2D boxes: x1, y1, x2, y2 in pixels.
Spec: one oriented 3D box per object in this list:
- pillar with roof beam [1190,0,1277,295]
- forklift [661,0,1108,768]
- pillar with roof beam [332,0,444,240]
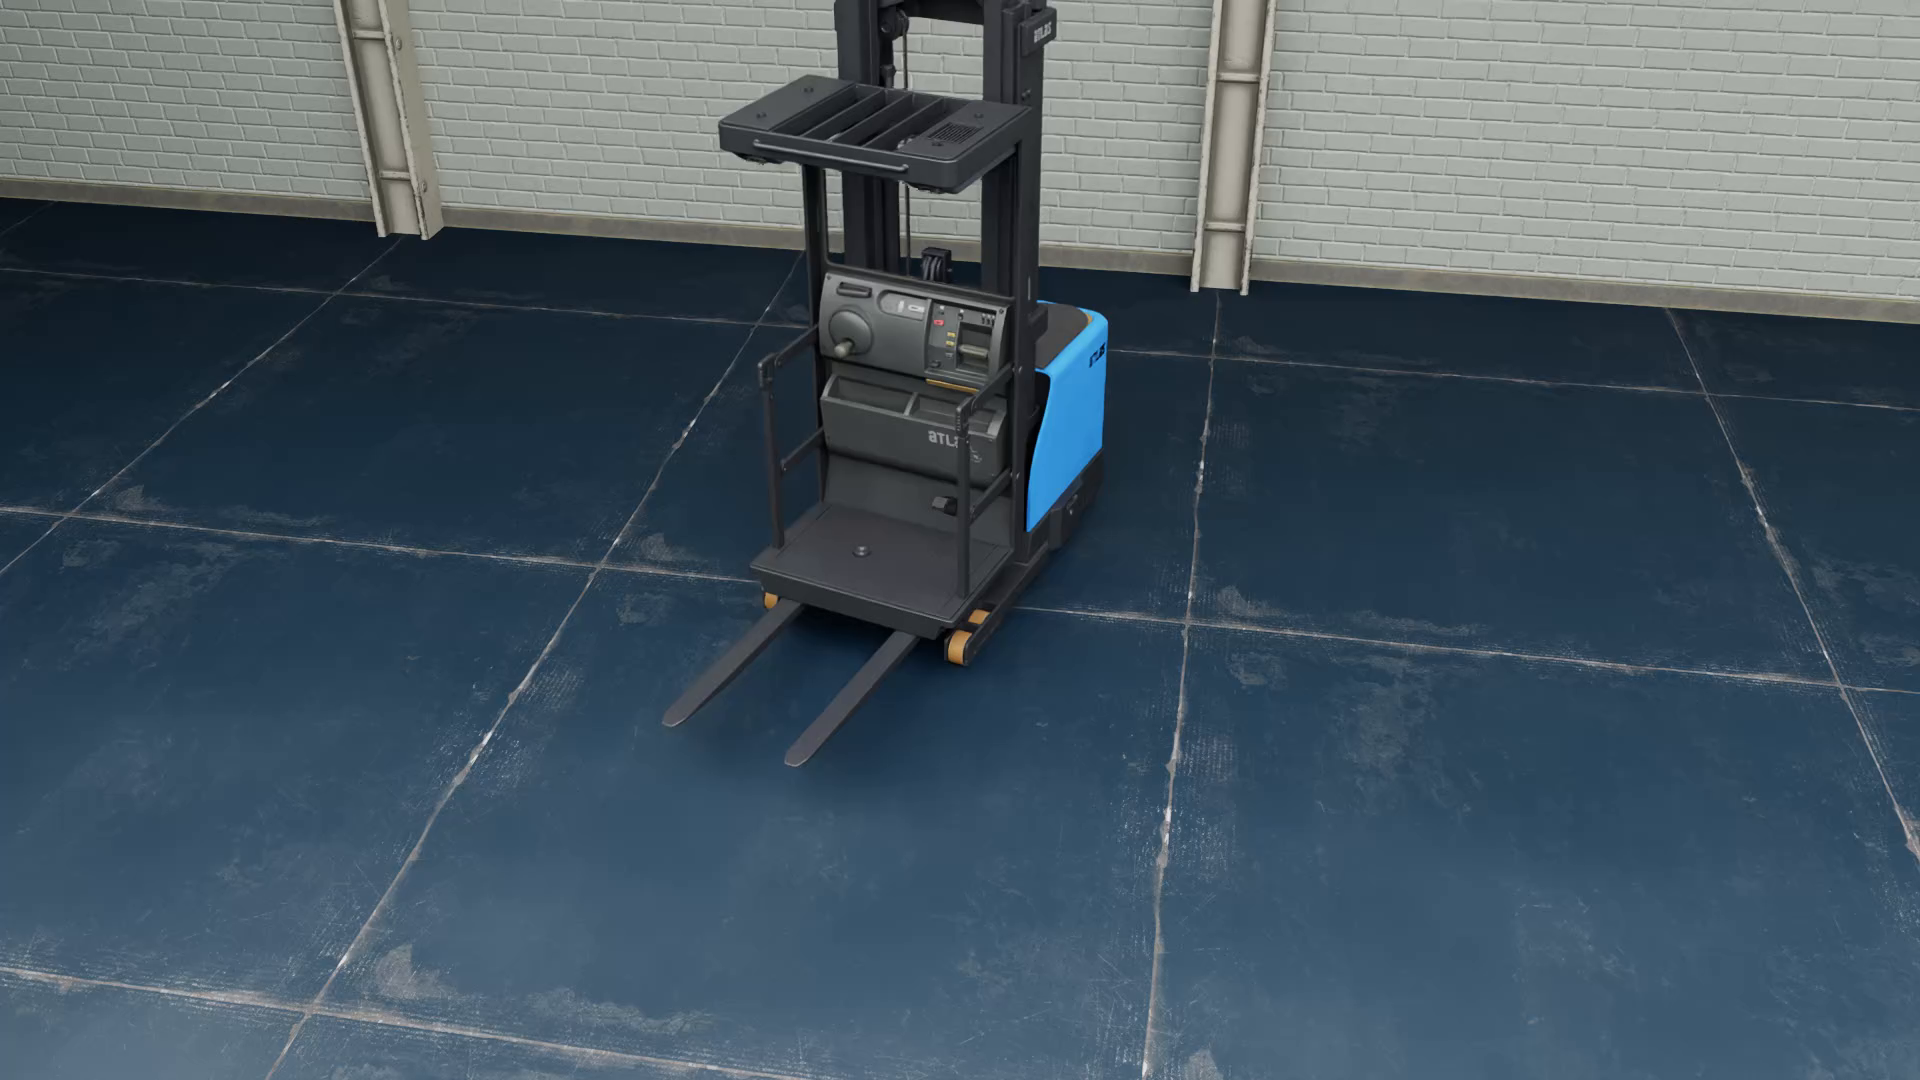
[{"bbox_3d":[1.087,-3.345,5.612,0.400,9.000,9.100,5,32,8],"label":"pillar with roof beam"},{"bbox_3d":[-0.314,-0.918,7.455,1.130,2.935,3.031,14,35,22],"label":"forklift"},{"bbox_3d":[-4.827,-3.881,6.468,0.400,9.000,9.100,5,32,8],"label":"pillar with roof beam"}]
